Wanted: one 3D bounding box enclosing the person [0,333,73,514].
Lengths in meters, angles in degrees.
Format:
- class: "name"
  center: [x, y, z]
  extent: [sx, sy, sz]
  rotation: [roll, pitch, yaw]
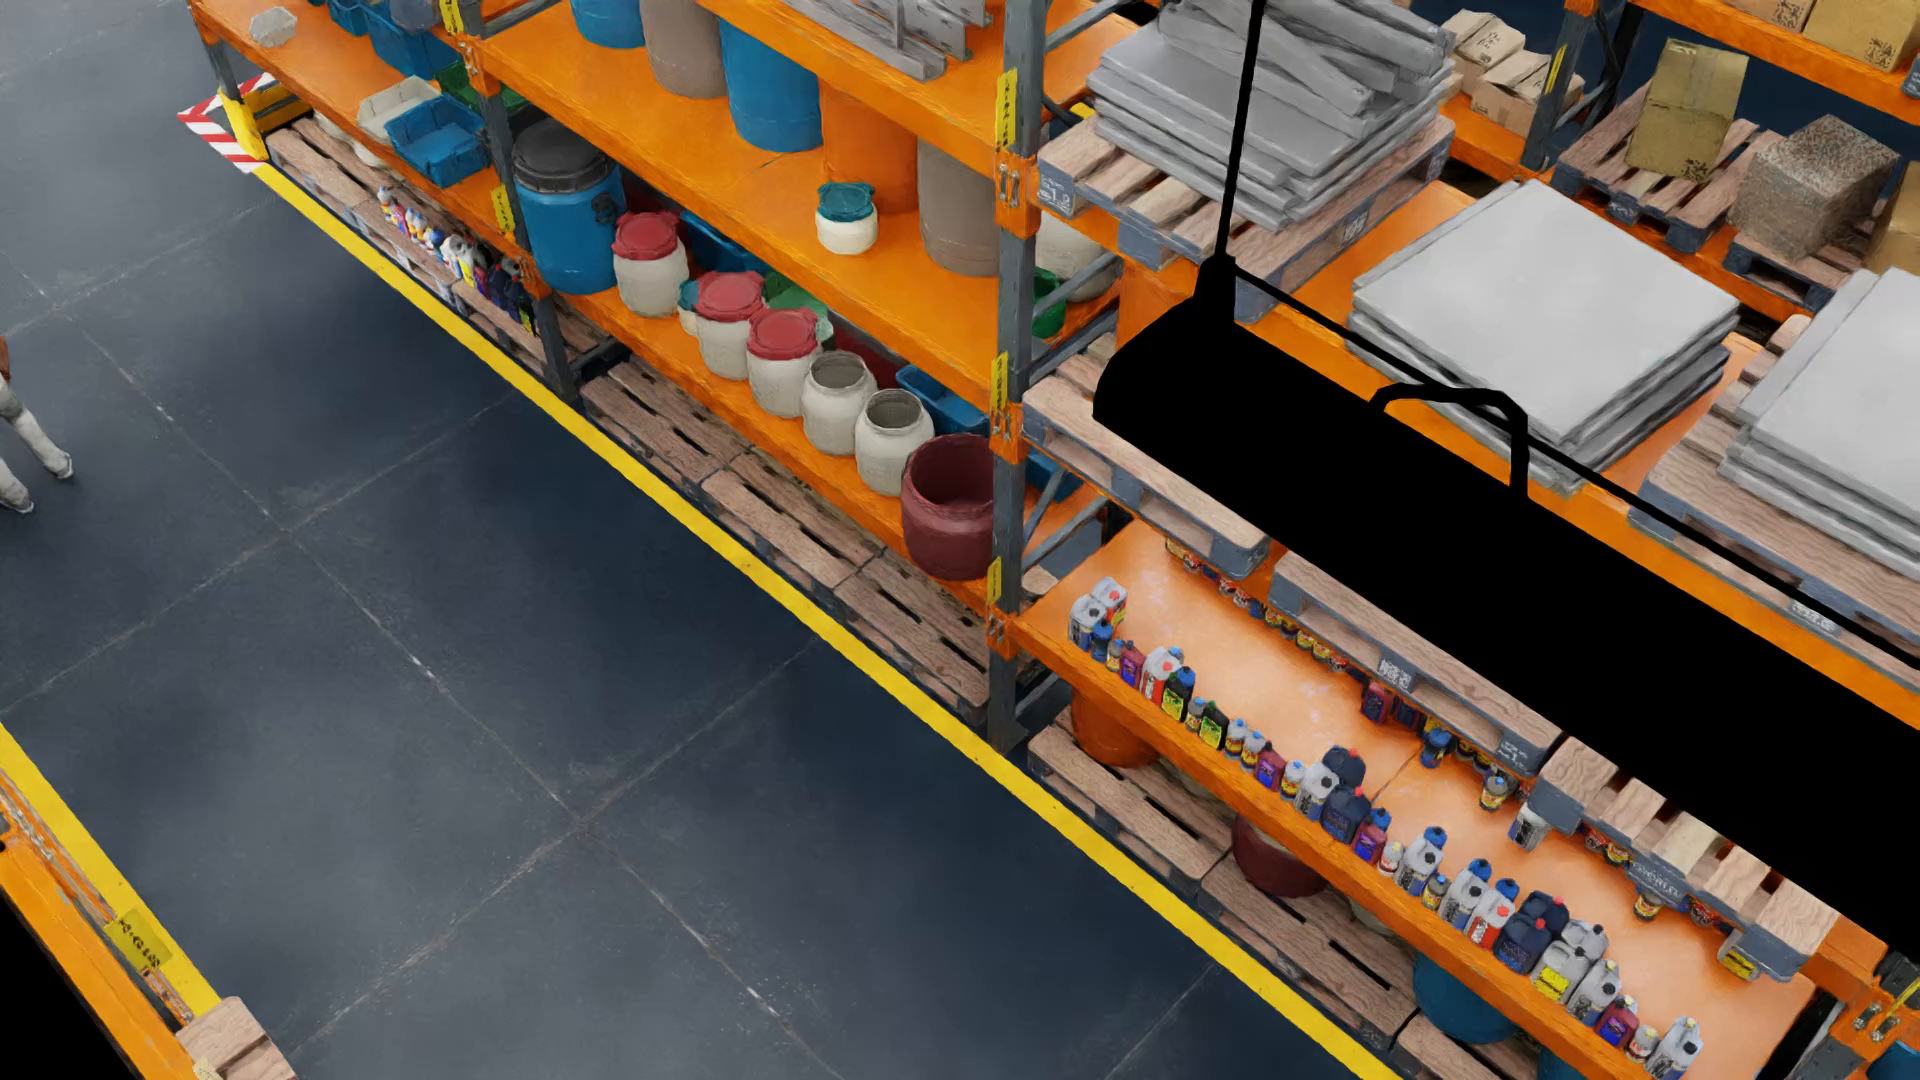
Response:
- class: "person"
  center: [-6.024, -0.903, 10.112]
  extent: [0.582, 1.607, 0.625]
  rotation: [34, 58, 25]
